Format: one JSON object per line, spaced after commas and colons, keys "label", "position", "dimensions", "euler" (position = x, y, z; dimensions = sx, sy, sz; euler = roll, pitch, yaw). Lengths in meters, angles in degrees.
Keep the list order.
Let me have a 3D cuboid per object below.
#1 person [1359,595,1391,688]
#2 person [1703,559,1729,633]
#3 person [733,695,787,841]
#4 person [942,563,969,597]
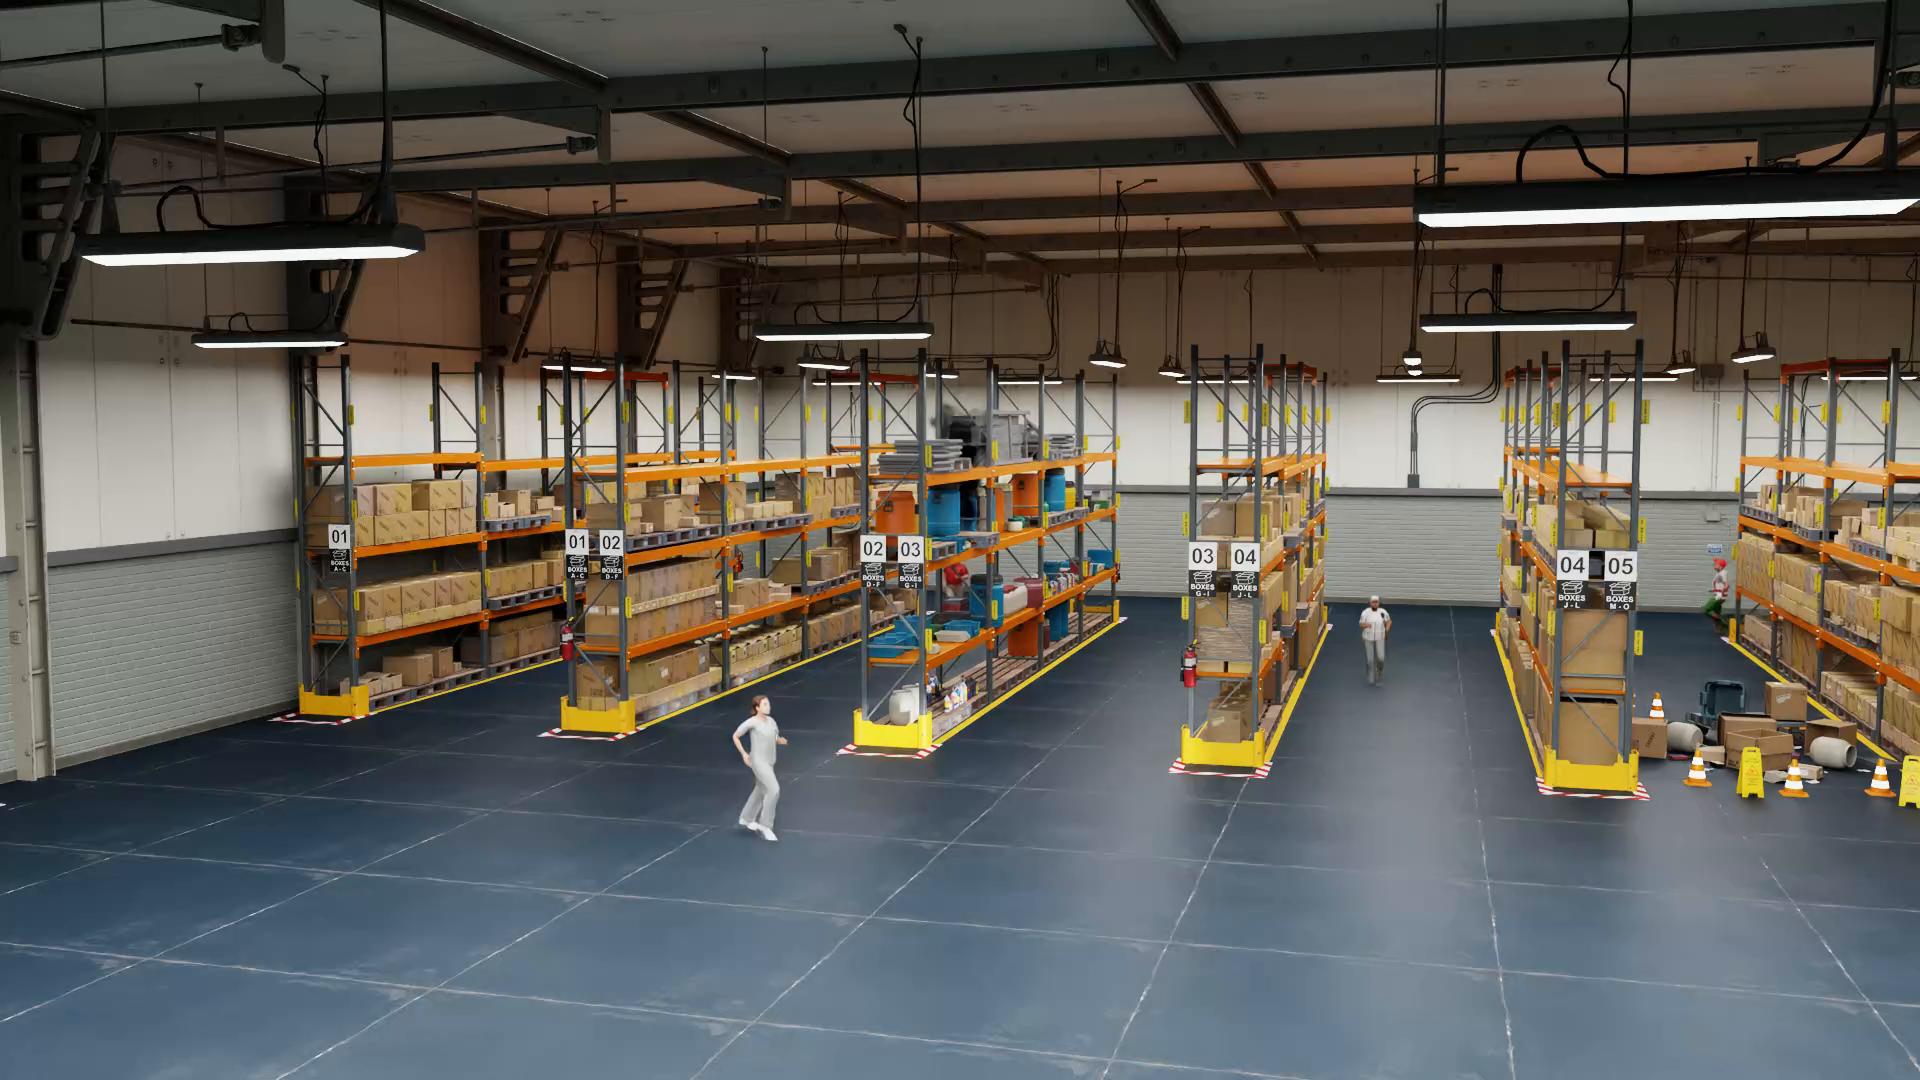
{"label": "person", "position": [7.666, 1.881, 30.736], "dimensions": [0.582, 1.709, 0.673], "euler": [1, 4, 12]}
{"label": "person", "position": [17.297, 1.287, 38.007], "dimensions": [0.541, 1.721, 0.718], "euler": [2, 5, 27]}
{"label": "person", "position": [-2.355, 2.690, 19.736], "dimensions": [0.738, 1.721, 0.531], "euler": [2, 5, 28]}
{"label": "person", "position": [-0.113, 1.175, 39.257], "dimensions": [0.653, 1.743, 0.968], "euler": [0, 4, 7]}
